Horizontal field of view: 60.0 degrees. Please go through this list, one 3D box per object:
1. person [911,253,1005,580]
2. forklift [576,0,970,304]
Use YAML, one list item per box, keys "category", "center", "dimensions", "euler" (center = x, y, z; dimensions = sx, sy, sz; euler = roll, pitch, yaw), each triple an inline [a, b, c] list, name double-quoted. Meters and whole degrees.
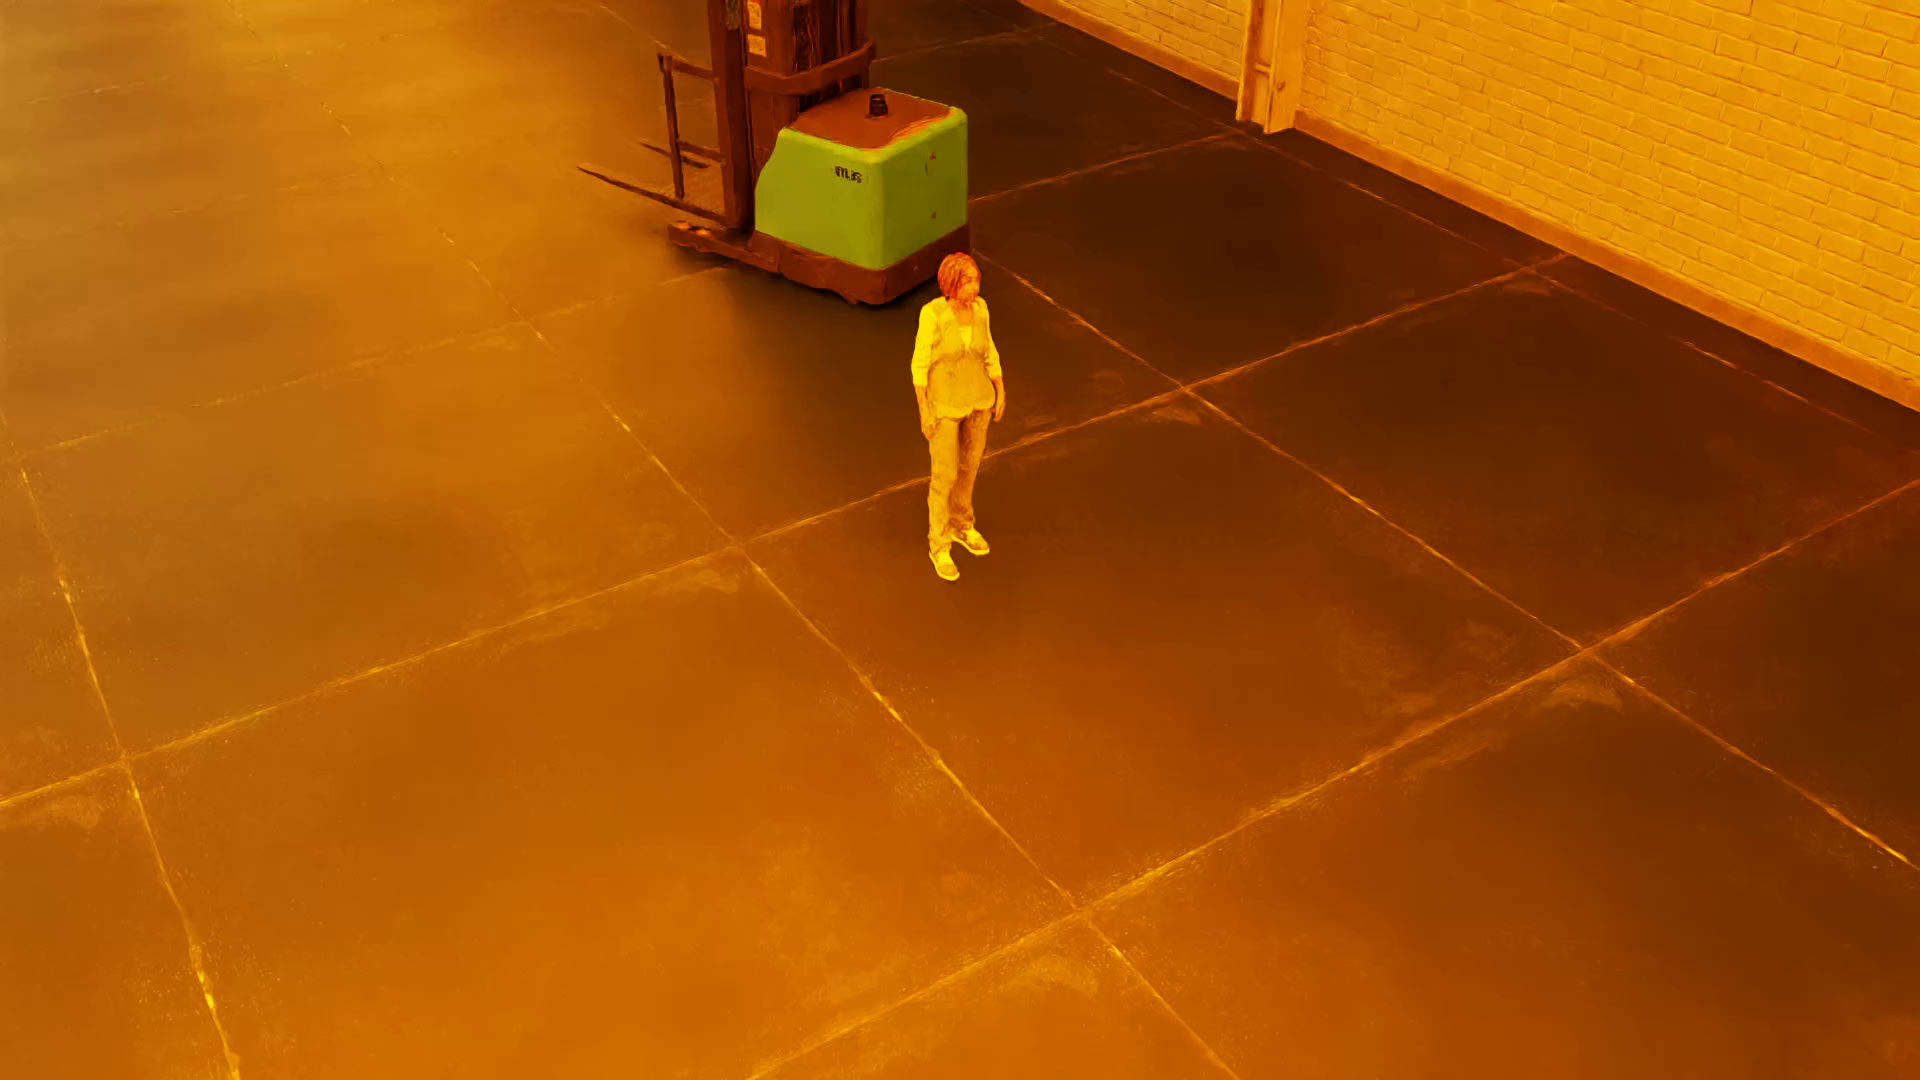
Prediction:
- category: "person"
  center: [0.029, -0.619, 8.177]
  dimensions: [0.521, 1.597, 0.474]
  euler: [-21, 40, -27]
- category: "forklift"
  center: [-1.415, -3.403, 10.990]
  dimensions: [3.031, 2.935, 1.130]
  euler: [23, 41, 29]
